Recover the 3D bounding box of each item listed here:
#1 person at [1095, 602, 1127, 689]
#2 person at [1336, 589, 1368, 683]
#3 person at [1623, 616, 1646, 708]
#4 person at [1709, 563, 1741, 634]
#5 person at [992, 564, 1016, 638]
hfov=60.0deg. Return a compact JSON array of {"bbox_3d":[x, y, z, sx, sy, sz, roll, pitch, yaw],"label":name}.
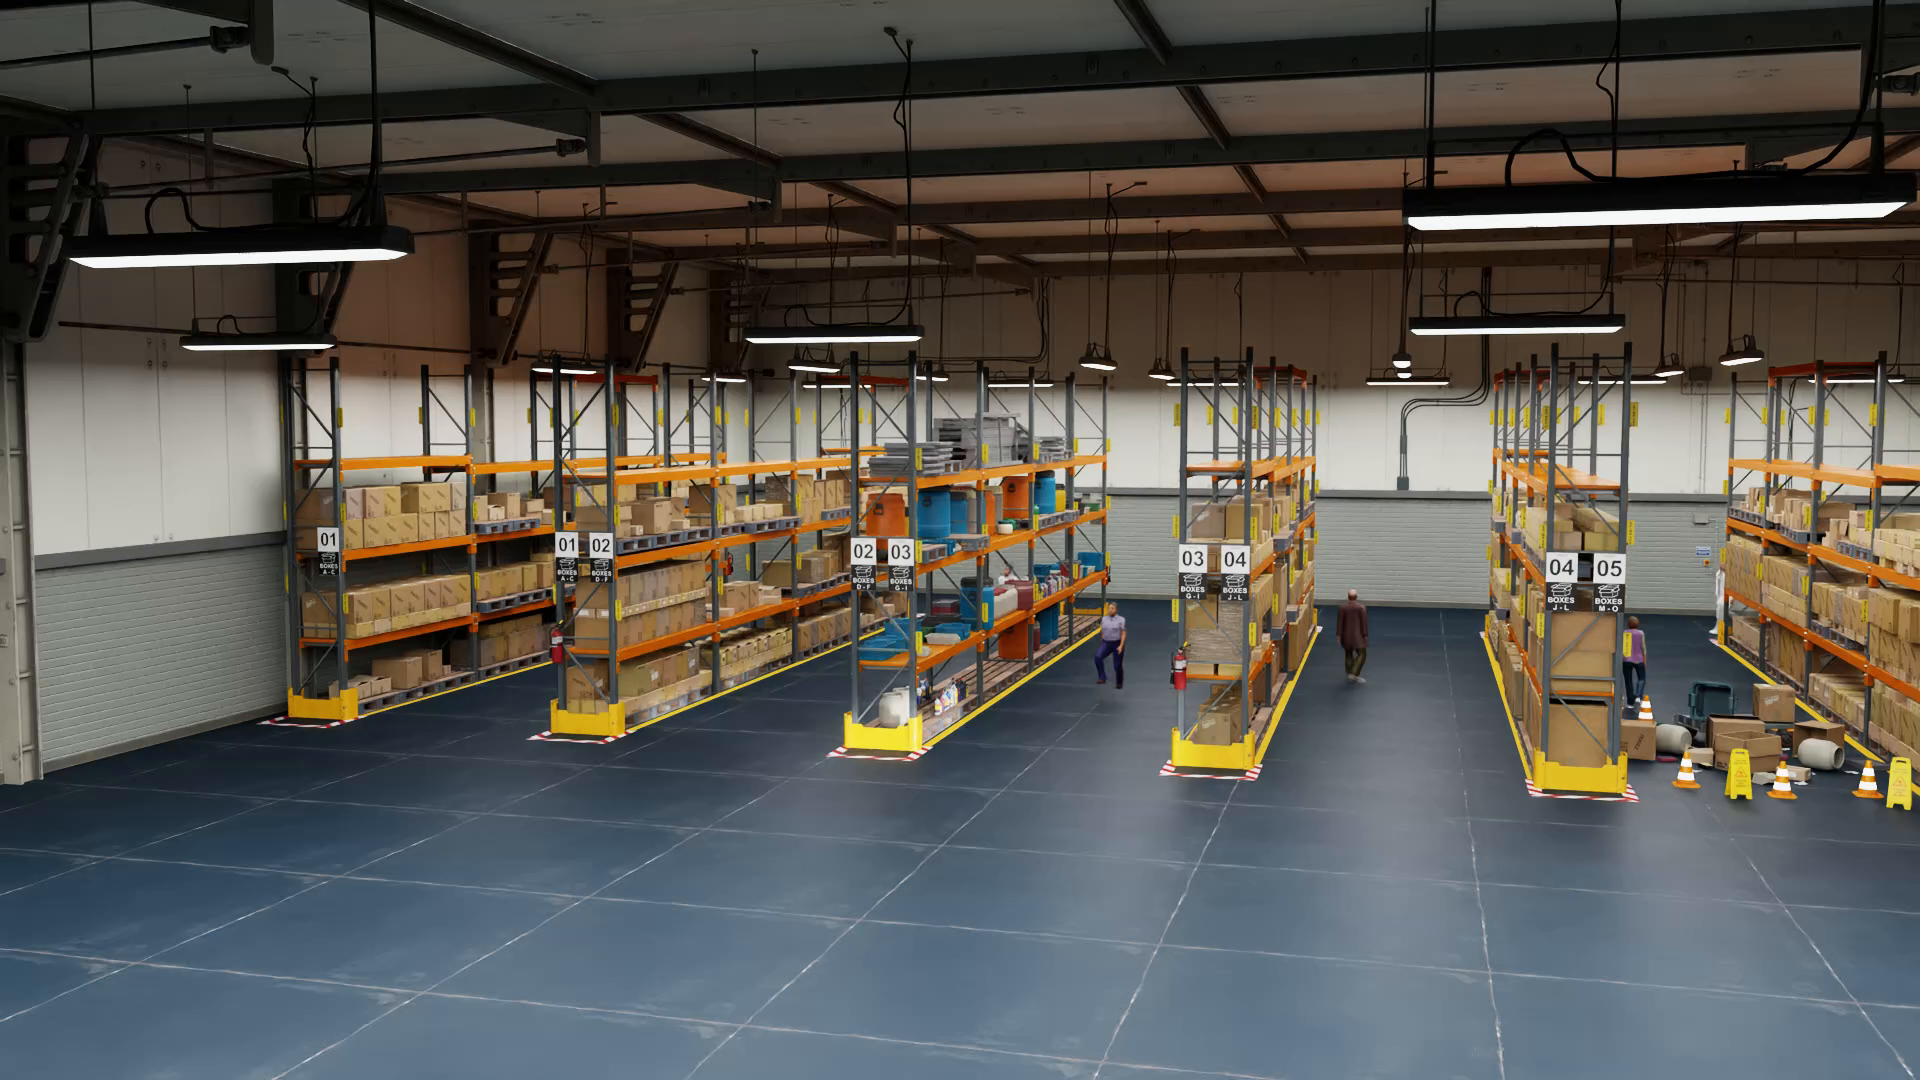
[{"bbox_3d":[2.705,1.900,29.585,0.508,1.589,0.954,1,4,17],"label":"person"},{"bbox_3d":[7.406,1.818,31.382,0.607,1.775,0.591,2,5,29],"label":"person"},{"bbox_3d":[11.584,2.117,28.589,0.462,1.587,0.480,1,4,16],"label":"person"},{"bbox_3d":[17.746,1.315,38.439,0.984,1.717,0.588,0,4,-5],"label":"person"},{"bbox_3d":[1.058,1.367,38.040,0.544,1.649,0.961,2,5,25],"label":"person"}]
